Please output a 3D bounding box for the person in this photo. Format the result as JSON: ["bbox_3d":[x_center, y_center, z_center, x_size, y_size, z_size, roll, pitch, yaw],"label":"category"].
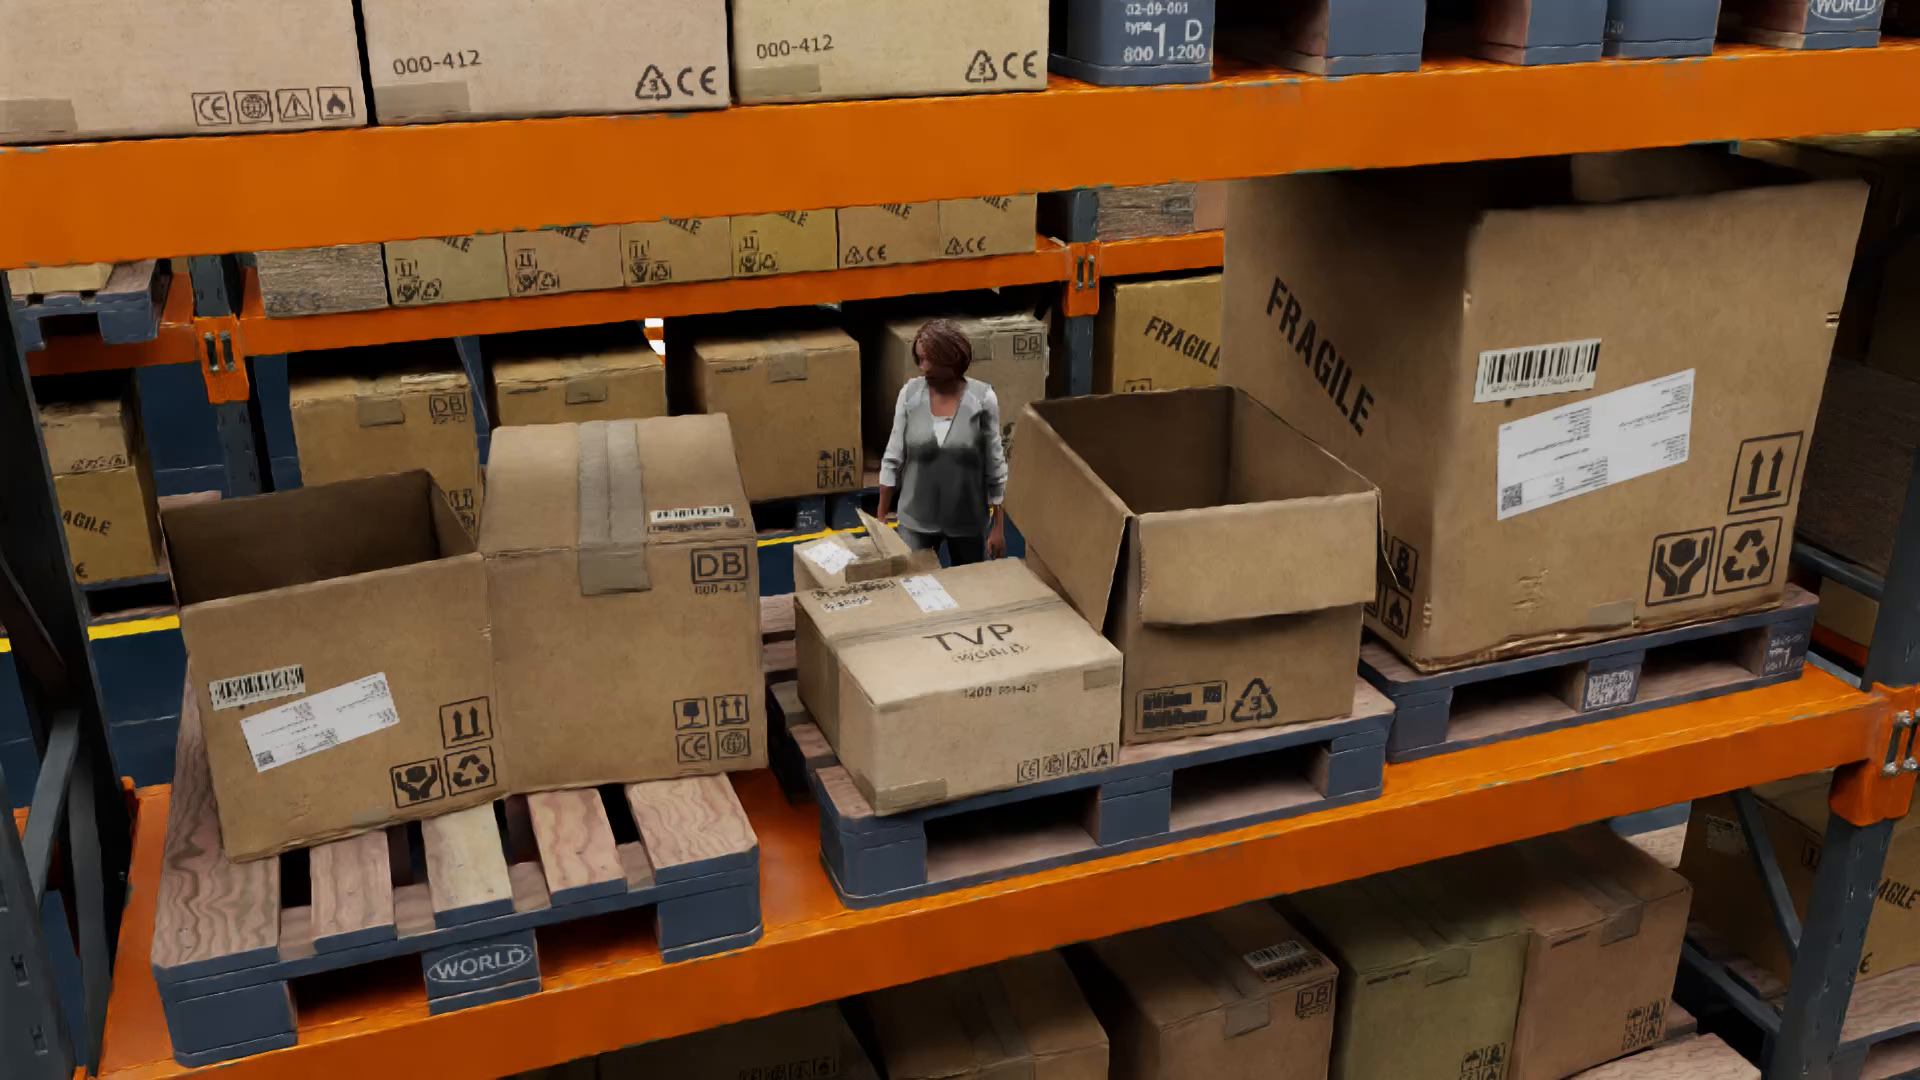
[{"bbox_3d":[-0.084,-0.094,6.184,0.507,1.526,0.393,0,23,1],"label":"person"}]
